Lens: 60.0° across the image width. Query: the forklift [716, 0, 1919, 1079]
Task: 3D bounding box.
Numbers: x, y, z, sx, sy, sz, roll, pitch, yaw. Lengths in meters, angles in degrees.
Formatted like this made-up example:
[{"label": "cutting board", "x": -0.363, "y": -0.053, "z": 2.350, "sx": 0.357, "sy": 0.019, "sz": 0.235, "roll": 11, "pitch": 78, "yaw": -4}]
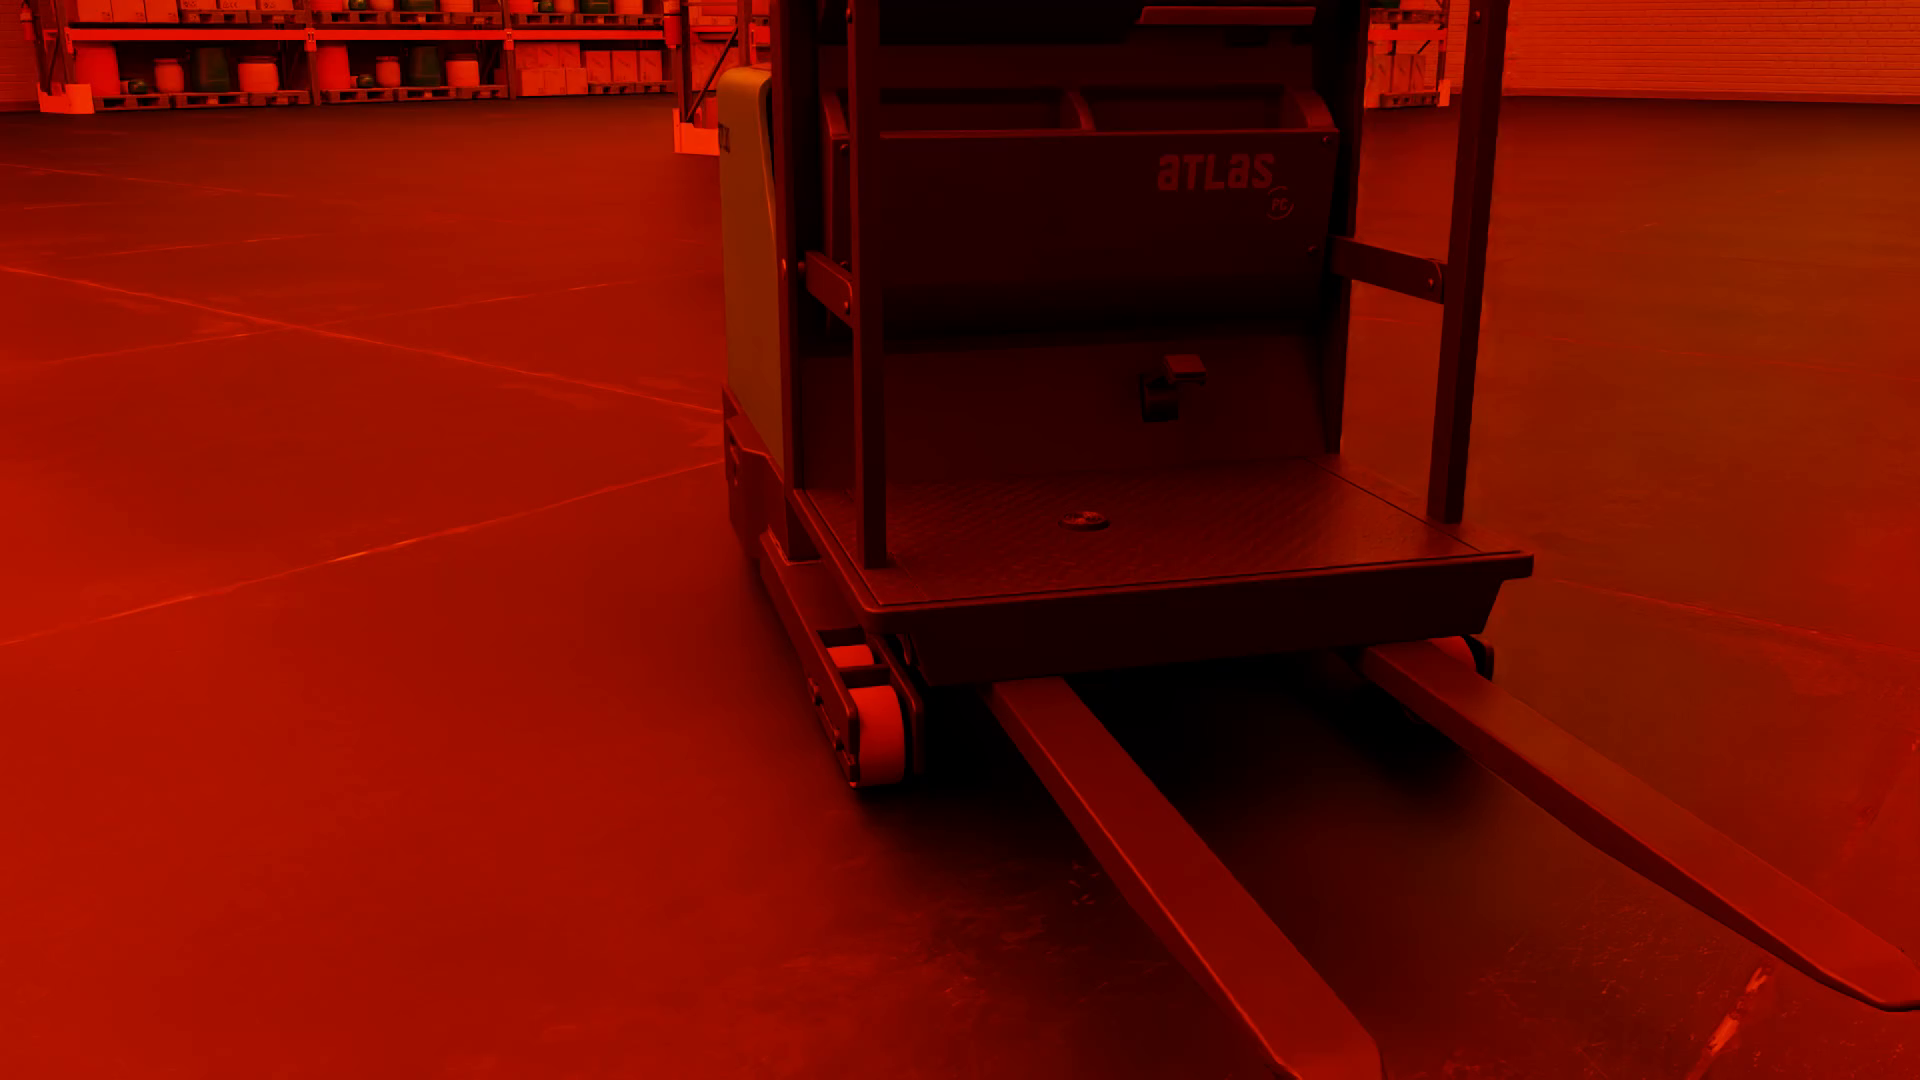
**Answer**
[{"label": "forklift", "x": 0.273, "y": -1.131, "z": 2.621, "sx": 1.130, "sy": 2.935, "sz": 3.031, "roll": -4, "pitch": 17, "yaw": -14}]
